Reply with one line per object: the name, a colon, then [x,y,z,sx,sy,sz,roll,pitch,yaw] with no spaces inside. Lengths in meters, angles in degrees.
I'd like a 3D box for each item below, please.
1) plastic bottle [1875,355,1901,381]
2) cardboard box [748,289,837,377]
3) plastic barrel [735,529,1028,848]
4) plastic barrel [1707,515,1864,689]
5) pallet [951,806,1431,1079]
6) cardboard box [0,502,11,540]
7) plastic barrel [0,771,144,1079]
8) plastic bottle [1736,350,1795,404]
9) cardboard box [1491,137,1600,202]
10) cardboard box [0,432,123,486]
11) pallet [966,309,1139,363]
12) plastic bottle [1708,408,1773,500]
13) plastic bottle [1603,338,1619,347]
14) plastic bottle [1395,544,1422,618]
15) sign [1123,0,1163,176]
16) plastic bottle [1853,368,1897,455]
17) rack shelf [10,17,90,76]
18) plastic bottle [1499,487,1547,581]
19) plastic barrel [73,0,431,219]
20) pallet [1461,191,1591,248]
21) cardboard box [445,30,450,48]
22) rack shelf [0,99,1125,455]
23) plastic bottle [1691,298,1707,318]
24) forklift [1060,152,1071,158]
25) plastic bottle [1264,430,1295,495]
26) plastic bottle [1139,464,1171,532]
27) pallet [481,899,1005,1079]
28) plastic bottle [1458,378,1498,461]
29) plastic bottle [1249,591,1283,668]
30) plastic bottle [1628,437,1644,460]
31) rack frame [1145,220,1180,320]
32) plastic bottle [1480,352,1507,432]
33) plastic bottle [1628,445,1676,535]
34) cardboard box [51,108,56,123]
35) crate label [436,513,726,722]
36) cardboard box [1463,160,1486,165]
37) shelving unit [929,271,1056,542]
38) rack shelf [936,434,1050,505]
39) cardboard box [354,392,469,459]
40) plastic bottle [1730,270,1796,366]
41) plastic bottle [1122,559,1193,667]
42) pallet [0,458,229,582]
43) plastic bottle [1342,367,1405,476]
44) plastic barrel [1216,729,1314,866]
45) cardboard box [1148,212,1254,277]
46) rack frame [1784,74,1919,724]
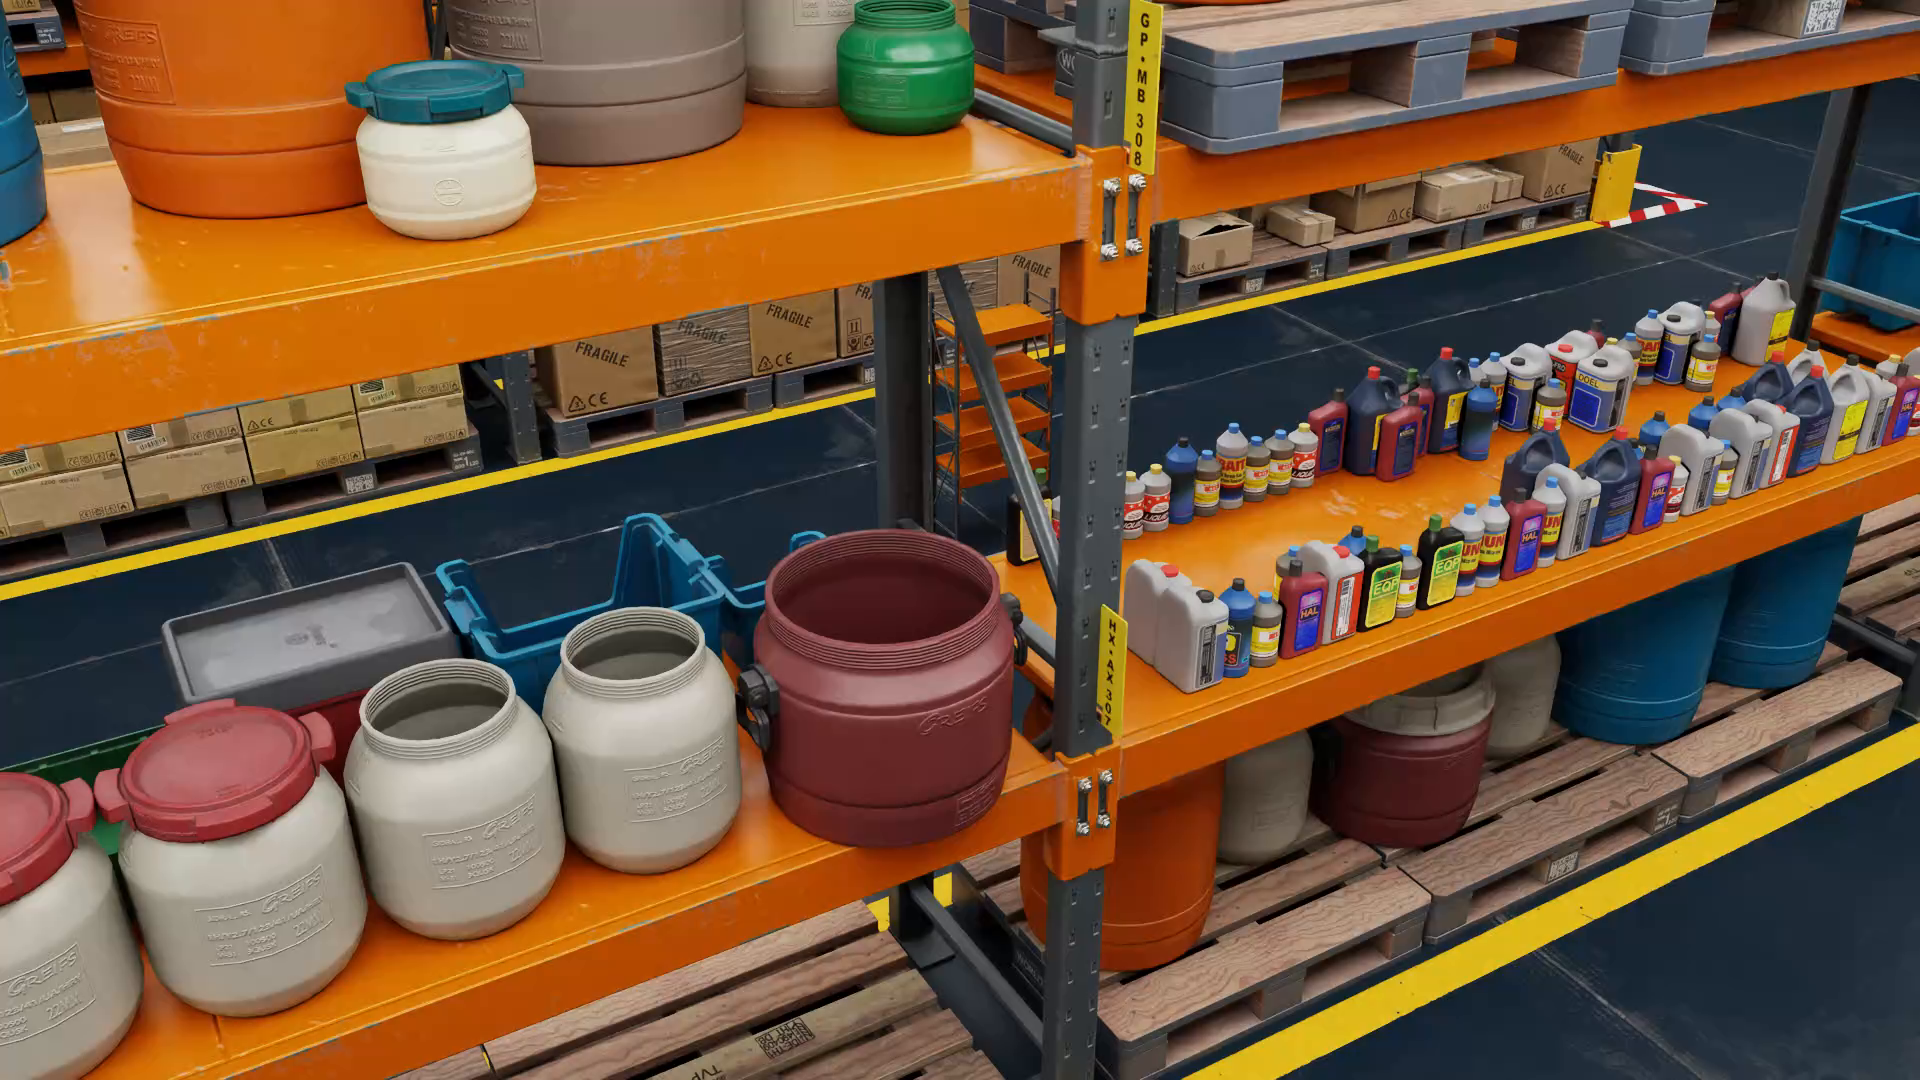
plastic bottle: [3.265,-0.553,5.853,0.097,0.201,0.097,0,29,0]
cardboard box: [-1.014,-1.250,9.043,0.500,0.500,0.500,-16,33,-27]
plastic barrel: [-0.175,0.336,3.896,0.708,0.536,0.600,-16,33,-26]
plastic barrel: [3.043,0.037,6.315,0.708,0.901,0.600,-16,33,-26]
pallet: [0.730,1.166,5.418,1.213,0.211,1.003,-16,33,-26]
cardboard box: [-4.523,-0.158,7.342,0.500,0.250,0.500,-17,33,-28]
plastic barrel: [-1.809,0.753,3.141,0.433,0.535,0.433,0,29,0]
plastic bottle: [2.661,-0.455,5.522,0.185,0.351,0.144,-16,33,-26]
cardboard box: [4.119,-2.730,11.723,0.500,0.500,0.500,-16,33,-26]
cardboard box: [-4.076,-0.529,7.436,0.500,0.311,0.500,-15,32,-25]
pallet: [0.332,-1.452,10.163,1.213,0.211,1.003,-16,33,-26]
plastic bottle: [2.479,-0.292,5.303,0.135,0.276,0.152,-16,33,-26]
plastic bottle: [2.331,-0.628,5.989,0.097,0.201,0.097,0,29,0]
plastic bottle: [1.236,0.108,4.655,0.097,0.201,0.097,0,29,0]
sign: [0.356,-0.884,3.252,0.005,0.325,0.100,-16,33,-26]
plastic bottle: [3.029,-0.449,5.587,0.135,0.276,0.152,-16,33,-26]
rack shelf: [-6.672,-3.167,11.129,4.000,0.370,1.077,-16,33,-26]
plastic bottle: [1.628,-0.028,4.818,0.133,0.283,0.061,-16,33,-26]
plastic barrel: [-1.310,-1.075,3.044,0.708,0.830,0.600,-16,33,-26]
pallet: [3.710,-2.432,11.938,1.213,0.211,1.003,-16,33,-26]
cardboard box: [-3.488,-3.551,12.871,0.750,0.750,0.750,-16,33,-27]
rack shelf: [-1.653,-0.353,2.925,4.000,0.370,1.077,-16,33,-26]
plastic bottle: [2.699,-0.763,6.161,0.097,0.271,0.097,0,29,0]
forklift: [-0.654,-3.678,11.380,3.031,2.935,1.130,-17,33,-27]
plastic bottle: [1.016,-0.254,5.312,0.097,0.201,0.097,0,29,0]
plastic bottle: [0.596,-0.135,5.096,0.097,0.201,0.097,0,29,0]
pallet: [-0.616,1.550,4.723,1.213,0.211,1.003,-16,33,-26]
plastic bottle: [1.721,-0.404,5.512,0.097,0.271,0.097,0,29,0]
plastic bottle: [0.806,0.231,4.433,0.097,0.201,0.097,0,29,0]
plastic bottle: [2.047,-0.186,5.116,0.097,0.271,0.097,0,29,0]
rack frame: [1.014,-2.888,9.878,0.127,3.000,1.000,-16,33,-26]
plastic bottle: [1.816,-0.512,5.707,0.097,0.271,0.097,0,29,0]
plastic bottle: [2.102,-0.163,5.062,0.133,0.283,0.061,-16,33,-26]
cardboard box: [-6.459,-2.661,11.598,0.500,0.500,0.700,-16,33,-27]
crate label: [-0.922,0.271,4.118,0.616,0.435,0.502,-16,33,-26]
cardboard box: [3.419,-2.718,11.962,0.500,0.250,0.500,-16,33,-26]
shelving unit: [0.143,-0.566,7.534,0.503,1.200,0.258,-16,33,-26]
rack shelf: [0.143,-0.333,7.662,0.480,0.148,0.258,-16,33,-26]
cardboard box: [-2.765,-0.658,8.250,0.500,0.250,0.500,-15,32,-25]
plastic bottle: [3.018,-0.841,6.220,0.185,0.351,0.144,-16,33,-26]
plastic bottle: [0.531,0.175,4.456,0.135,0.276,0.152,-16,33,-26]
pallet: [-4.215,-0.206,7.905,1.213,0.211,1.003,-16,33,-26]
plastic bottle: [1.348,-0.401,5.423,0.185,0.351,0.144,-16,33,-26]
plastic barrel: [0.926,0.759,5.411,0.421,0.512,0.421,0,29,0]
cardboard box: [1.486,-1.916,10.445,0.500,0.311,0.500,-16,33,-26]
rack frame: [3.520,-0.823,6.138,0.127,3.000,1.000,-16,33,-26]
